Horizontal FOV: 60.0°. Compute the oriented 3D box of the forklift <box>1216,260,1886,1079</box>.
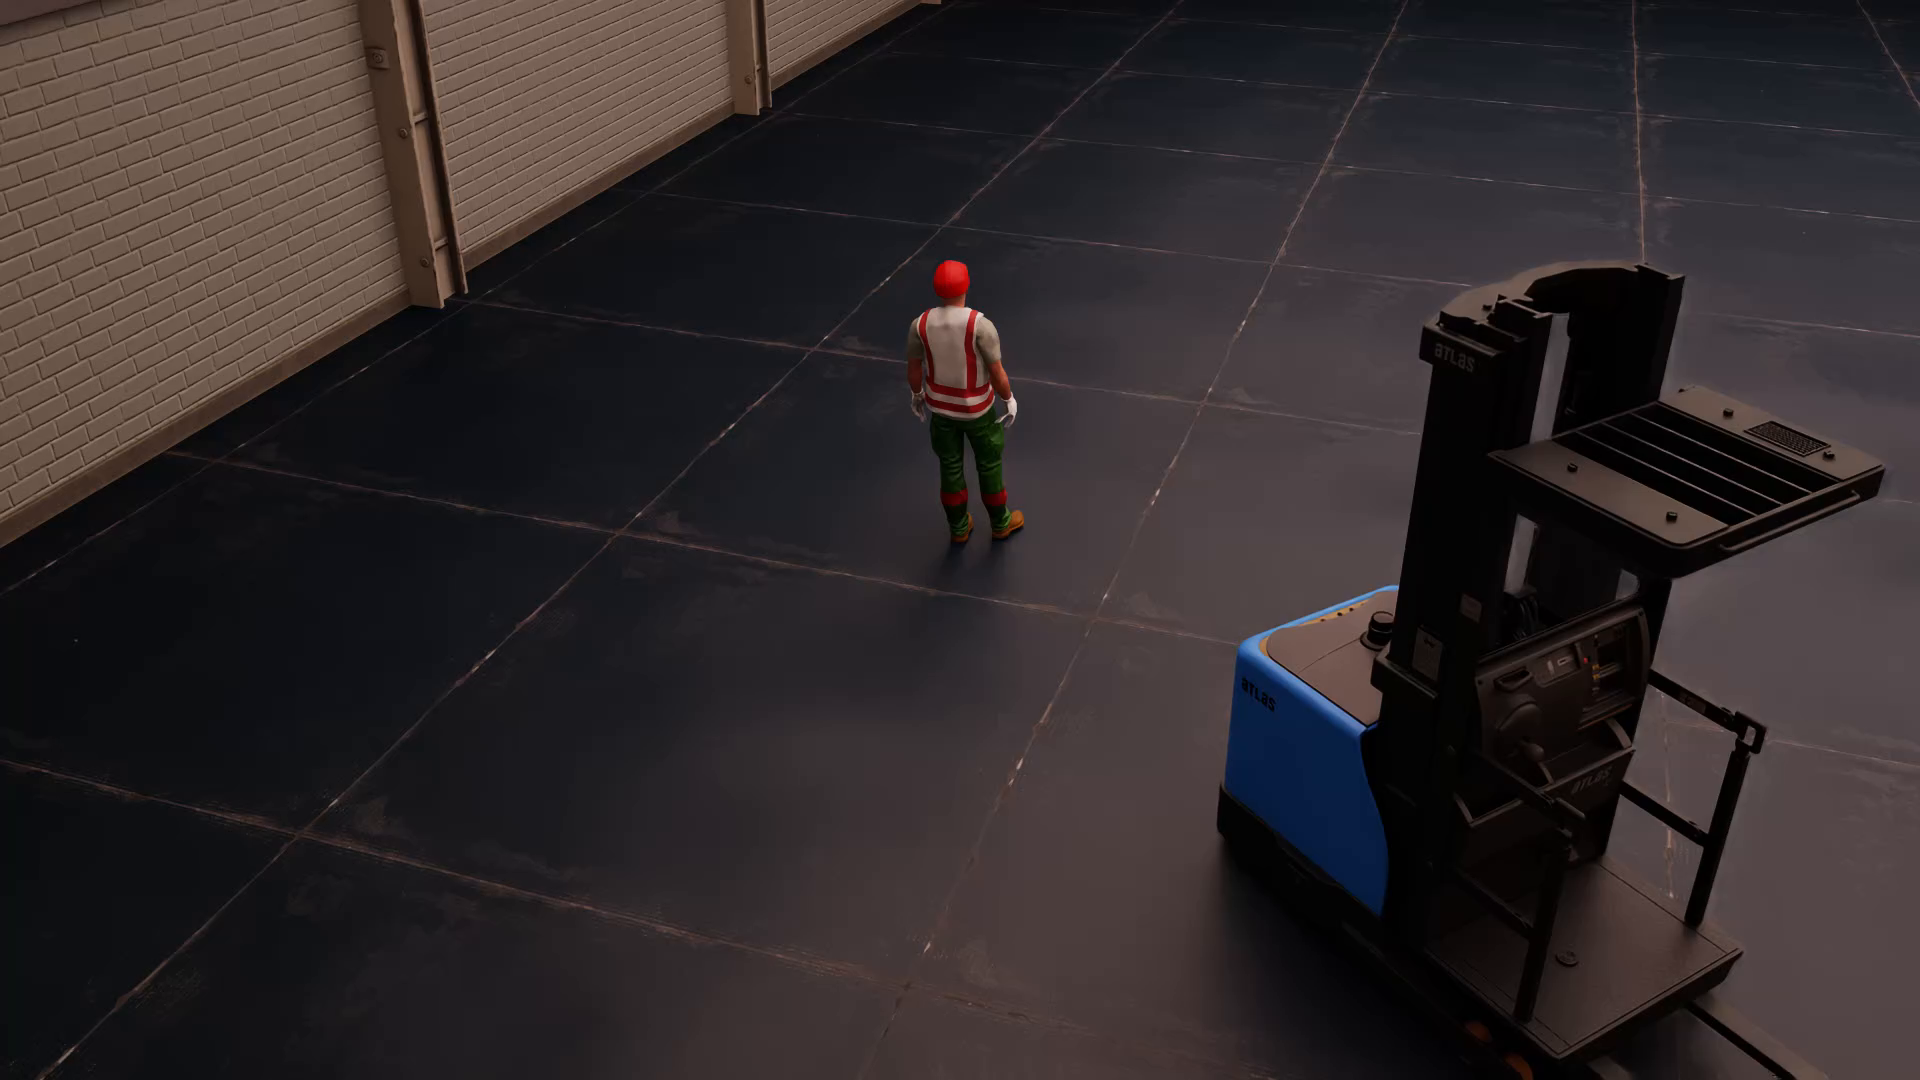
[{"bbox_3d":[2.384,0.590,6.102,1.130,2.935,3.031,-17,34,-27],"label":"forklift"}]

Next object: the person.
[{"bbox_3d":[0.036,-0.819,9.713,0.638,1.789,0.562,10,31,16],"label":"person"}]
